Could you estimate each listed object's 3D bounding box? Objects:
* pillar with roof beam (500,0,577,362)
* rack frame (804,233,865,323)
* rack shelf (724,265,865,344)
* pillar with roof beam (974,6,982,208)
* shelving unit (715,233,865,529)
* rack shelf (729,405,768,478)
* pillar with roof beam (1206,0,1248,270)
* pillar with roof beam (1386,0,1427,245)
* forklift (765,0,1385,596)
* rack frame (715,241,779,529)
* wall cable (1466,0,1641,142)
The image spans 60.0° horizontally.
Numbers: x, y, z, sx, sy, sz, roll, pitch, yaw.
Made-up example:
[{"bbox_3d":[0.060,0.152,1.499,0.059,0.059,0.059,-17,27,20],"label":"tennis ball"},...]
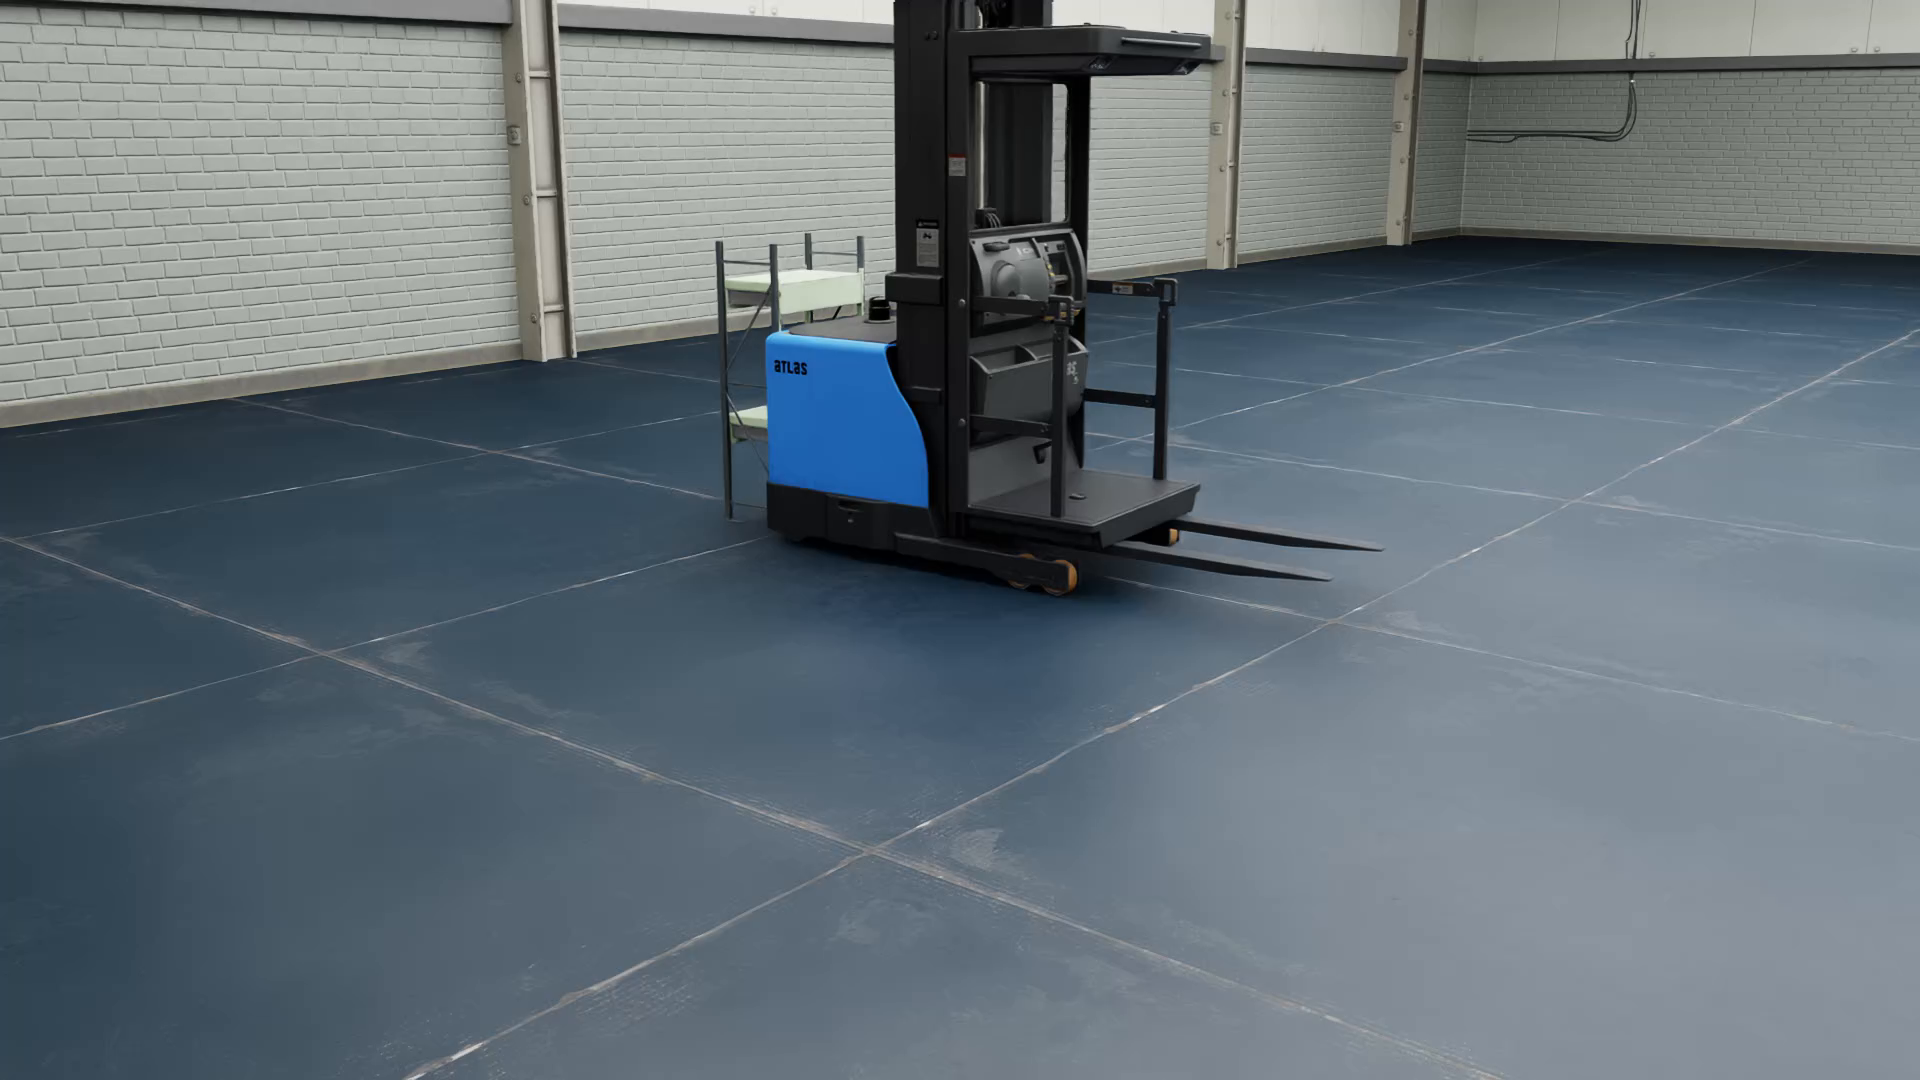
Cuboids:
[{"bbox_3d":[-0.395,-5.356,11.430,9.100,9.000,0.400,11,18,38],"label":"pillar with roof beam"},{"bbox_3d":[-0.694,-0.954,9.334,0.400,1.500,0.023,9,17,33],"label":"rack frame"},{"bbox_3d":[-0.898,-1.258,8.943,0.431,0.370,0.720,9,17,33],"label":"rack shelf"},{"bbox_3d":[3.376,-6.505,15.953,9.100,9.000,0.400,11,18,38],"label":"pillar with roof beam"},{"bbox_3d":[-0.898,-0.880,9.039,0.431,1.500,0.755,9,17,33],"label":"shelving unit"},{"bbox_3d":[-0.898,-0.564,9.120,0.431,0.370,0.720,9,17,33],"label":"rack shelf"},{"bbox_3d":[7.147,-7.654,20.476,9.100,9.000,0.400,11,18,38],"label":"pillar with roof beam"},{"bbox_3d":[10.918,-8.803,24.999,9.100,9.000,0.400,11,18,38],"label":"pillar with roof beam"},{"bbox_3d":[0.506,-1.314,7.841,3.031,2.935,1.130,10,17,33],"label":"forklift"},{"bbox_3d":[-1.102,-0.805,8.745,0.400,1.500,0.023,9,17,33],"label":"rack frame"},{"bbox_3d":[10.450,-8.324,29.419,3.097,2.526,0.112,11,18,38],"label":"wall cable"}]
